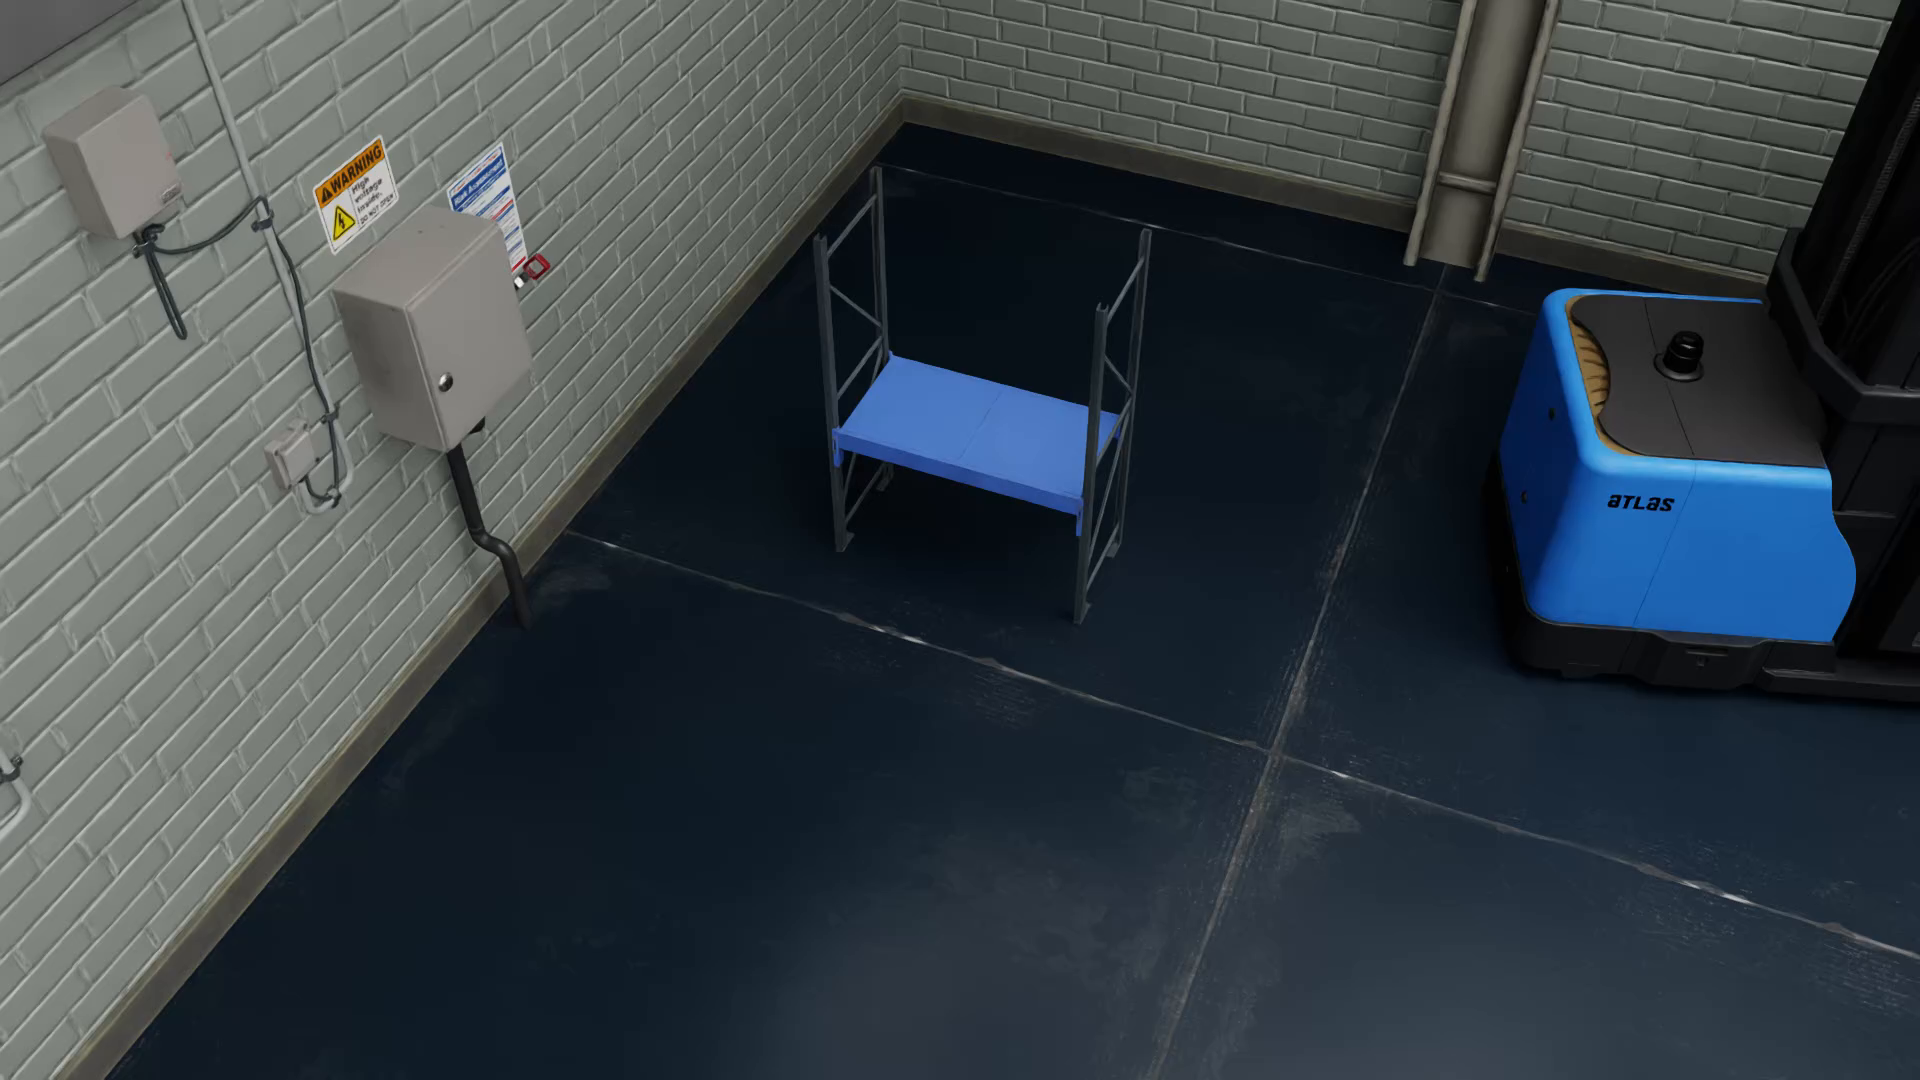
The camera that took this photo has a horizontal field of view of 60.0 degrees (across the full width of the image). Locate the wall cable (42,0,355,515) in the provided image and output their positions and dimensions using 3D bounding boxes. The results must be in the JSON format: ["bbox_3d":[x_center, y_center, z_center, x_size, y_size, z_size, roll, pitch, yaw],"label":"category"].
[{"bbox_3d":[-2.046,-0.706,4.613,0.122,1.984,0.588,16,47,16],"label":"wall cable"}]

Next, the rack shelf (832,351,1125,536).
[{"bbox_3d":[0.079,-0.381,6.325,1.000,0.185,0.538,16,47,16],"label":"rack shelf"}]

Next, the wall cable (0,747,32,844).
[{"bbox_3d":[-2.581,0.209,3.671,0.123,1.953,0.585,16,47,16],"label":"wall cable"}]

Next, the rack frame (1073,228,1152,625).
[{"bbox_3d":[0.548,-0.370,6.059,0.032,1.500,0.500,16,47,16],"label":"rack frame"}]

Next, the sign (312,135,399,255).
[{"bbox_3d":[-1.850,-1.060,5.104,0.001,0.242,0.339,16,47,16],"label":"sign"}]

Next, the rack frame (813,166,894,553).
[{"bbox_3d":[-0.390,-0.647,6.336,0.032,1.500,0.500,16,47,16],"label":"rack frame"}]

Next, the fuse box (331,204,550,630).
[{"bbox_3d":[-1.638,-0.291,5.829,0.414,1.711,0.539,16,47,16],"label":"fuse box"}]

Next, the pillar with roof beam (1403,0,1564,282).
[{"bbox_3d":[0.740,-1.779,2.158,0.400,9.000,9.100,16,47,16],"label":"pillar with roof beam"}]

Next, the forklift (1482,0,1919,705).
[{"bbox_3d":[3.612,-0.778,5.454,3.031,2.935,1.130,4,45,4],"label":"forklift"}]

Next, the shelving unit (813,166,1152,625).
[{"bbox_3d":[0.079,-0.508,6.198,1.048,1.500,0.538,16,47,16],"label":"shelving unit"}]

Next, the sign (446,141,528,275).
[{"bbox_3d":[-1.639,-1.091,5.788,0.001,0.494,0.329,16,47,16],"label":"sign"}]
